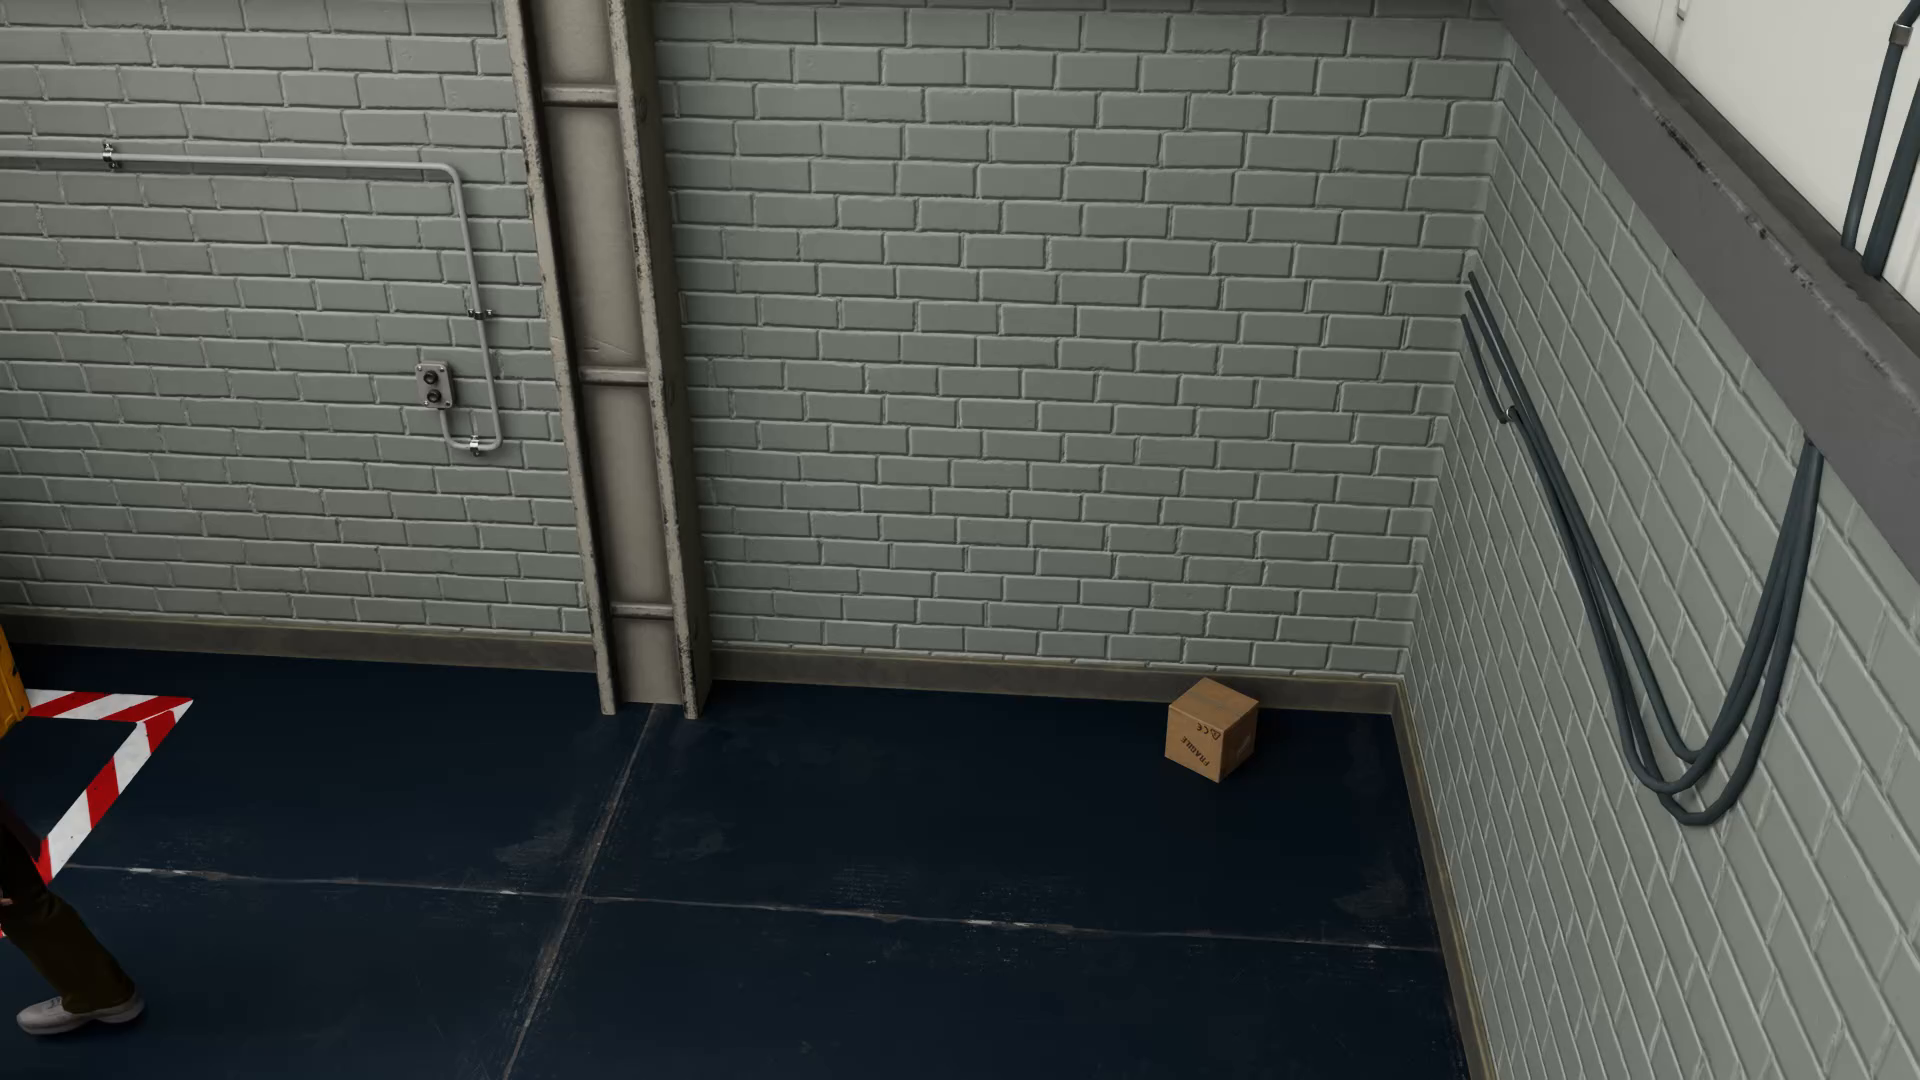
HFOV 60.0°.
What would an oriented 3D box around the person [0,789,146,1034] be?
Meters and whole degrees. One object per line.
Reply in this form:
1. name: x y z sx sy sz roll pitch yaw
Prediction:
1. person: -3.009 0.866 4.741 0.874 1.796 0.574 -9 33 -15
